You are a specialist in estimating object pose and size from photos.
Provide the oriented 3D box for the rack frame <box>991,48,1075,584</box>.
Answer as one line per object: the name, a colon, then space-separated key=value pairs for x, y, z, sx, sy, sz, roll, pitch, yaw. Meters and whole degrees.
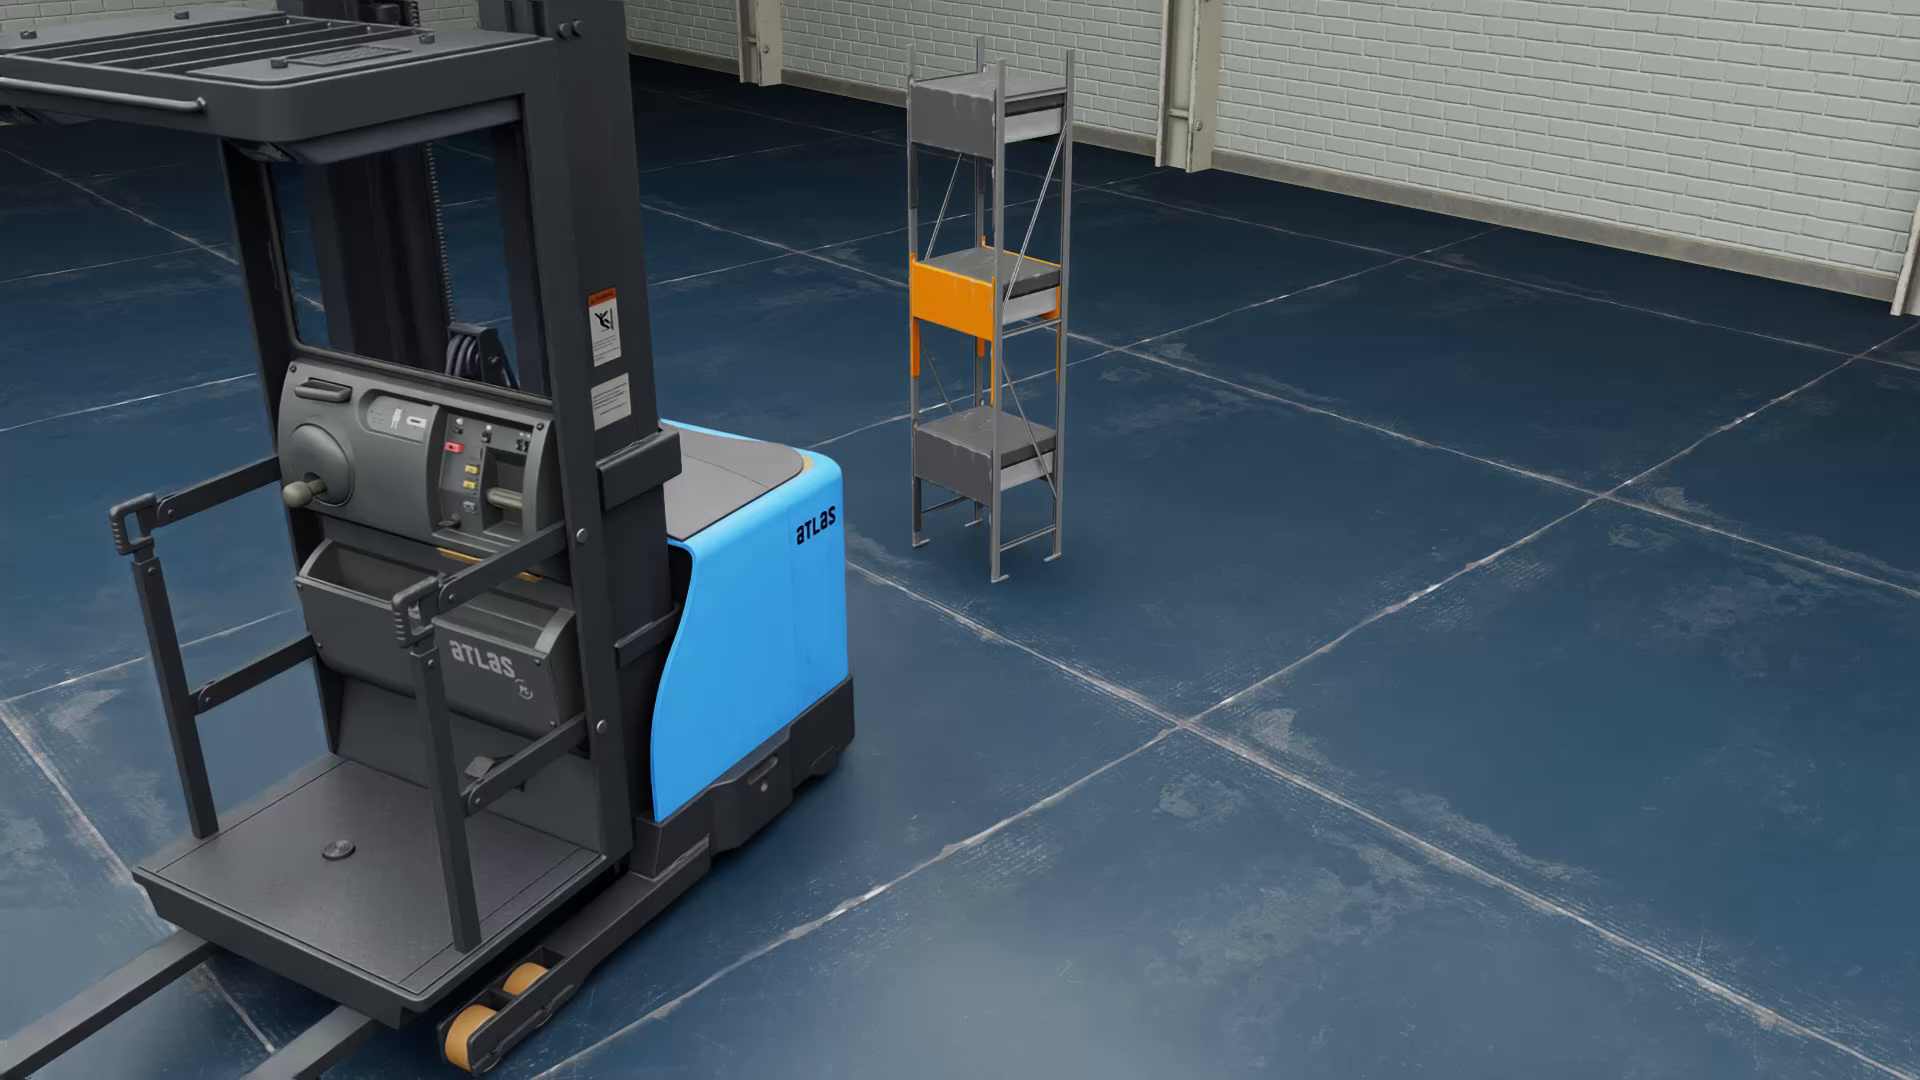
rack frame: x=0.280 y=-0.831 z=6.542 sx=0.400 sy=2.100 sz=0.015 roll=-21 pitch=32 yaw=-38

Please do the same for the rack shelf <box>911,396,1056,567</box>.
rack shelf: x=0.113 y=-0.256 z=7.000 sx=0.431 sy=0.518 sz=0.480 roll=-21 pitch=32 yaw=-38

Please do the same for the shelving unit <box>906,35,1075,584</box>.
shelving unit: x=0.113 y=-0.905 z=6.704 sx=0.431 sy=2.100 sz=0.503 roll=-21 pitch=32 yaw=-38

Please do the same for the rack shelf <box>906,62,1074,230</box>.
rack shelf: x=0.113 y=-1.530 z=6.419 sx=0.431 sy=0.518 sz=0.480 roll=-21 pitch=32 yaw=-38

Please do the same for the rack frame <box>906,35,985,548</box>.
rack frame: x=-0.054 y=-0.979 z=6.866 sx=0.400 sy=2.100 sz=0.015 roll=-21 pitch=32 yaw=-38

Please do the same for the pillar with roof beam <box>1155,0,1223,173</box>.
pillar with roof beam: x=-1.220 y=-6.080 z=9.734 sx=9.100 sy=9.000 sz=0.400 roll=-21 pitch=32 yaw=-38

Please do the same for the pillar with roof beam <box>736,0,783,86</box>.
pillar with roof beam: x=-5.321 y=-7.897 z=13.719 sx=9.100 sy=9.000 sz=0.400 roll=-21 pitch=32 yaw=-38

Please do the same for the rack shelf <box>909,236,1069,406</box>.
rack shelf: x=0.113 y=-0.893 z=6.710 sx=0.431 sy=0.518 sz=0.480 roll=-21 pitch=32 yaw=-38

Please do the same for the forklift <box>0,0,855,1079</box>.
forklift: x=-1.525 y=-0.187 z=4.129 sx=1.130 sy=2.935 sz=3.031 roll=13 pitch=28 yaw=27

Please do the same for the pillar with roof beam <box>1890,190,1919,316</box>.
pillar with roof beam: x=2.881 y=-4.262 z=5.750 sx=9.100 sy=9.000 sz=0.400 roll=-21 pitch=32 yaw=-38
